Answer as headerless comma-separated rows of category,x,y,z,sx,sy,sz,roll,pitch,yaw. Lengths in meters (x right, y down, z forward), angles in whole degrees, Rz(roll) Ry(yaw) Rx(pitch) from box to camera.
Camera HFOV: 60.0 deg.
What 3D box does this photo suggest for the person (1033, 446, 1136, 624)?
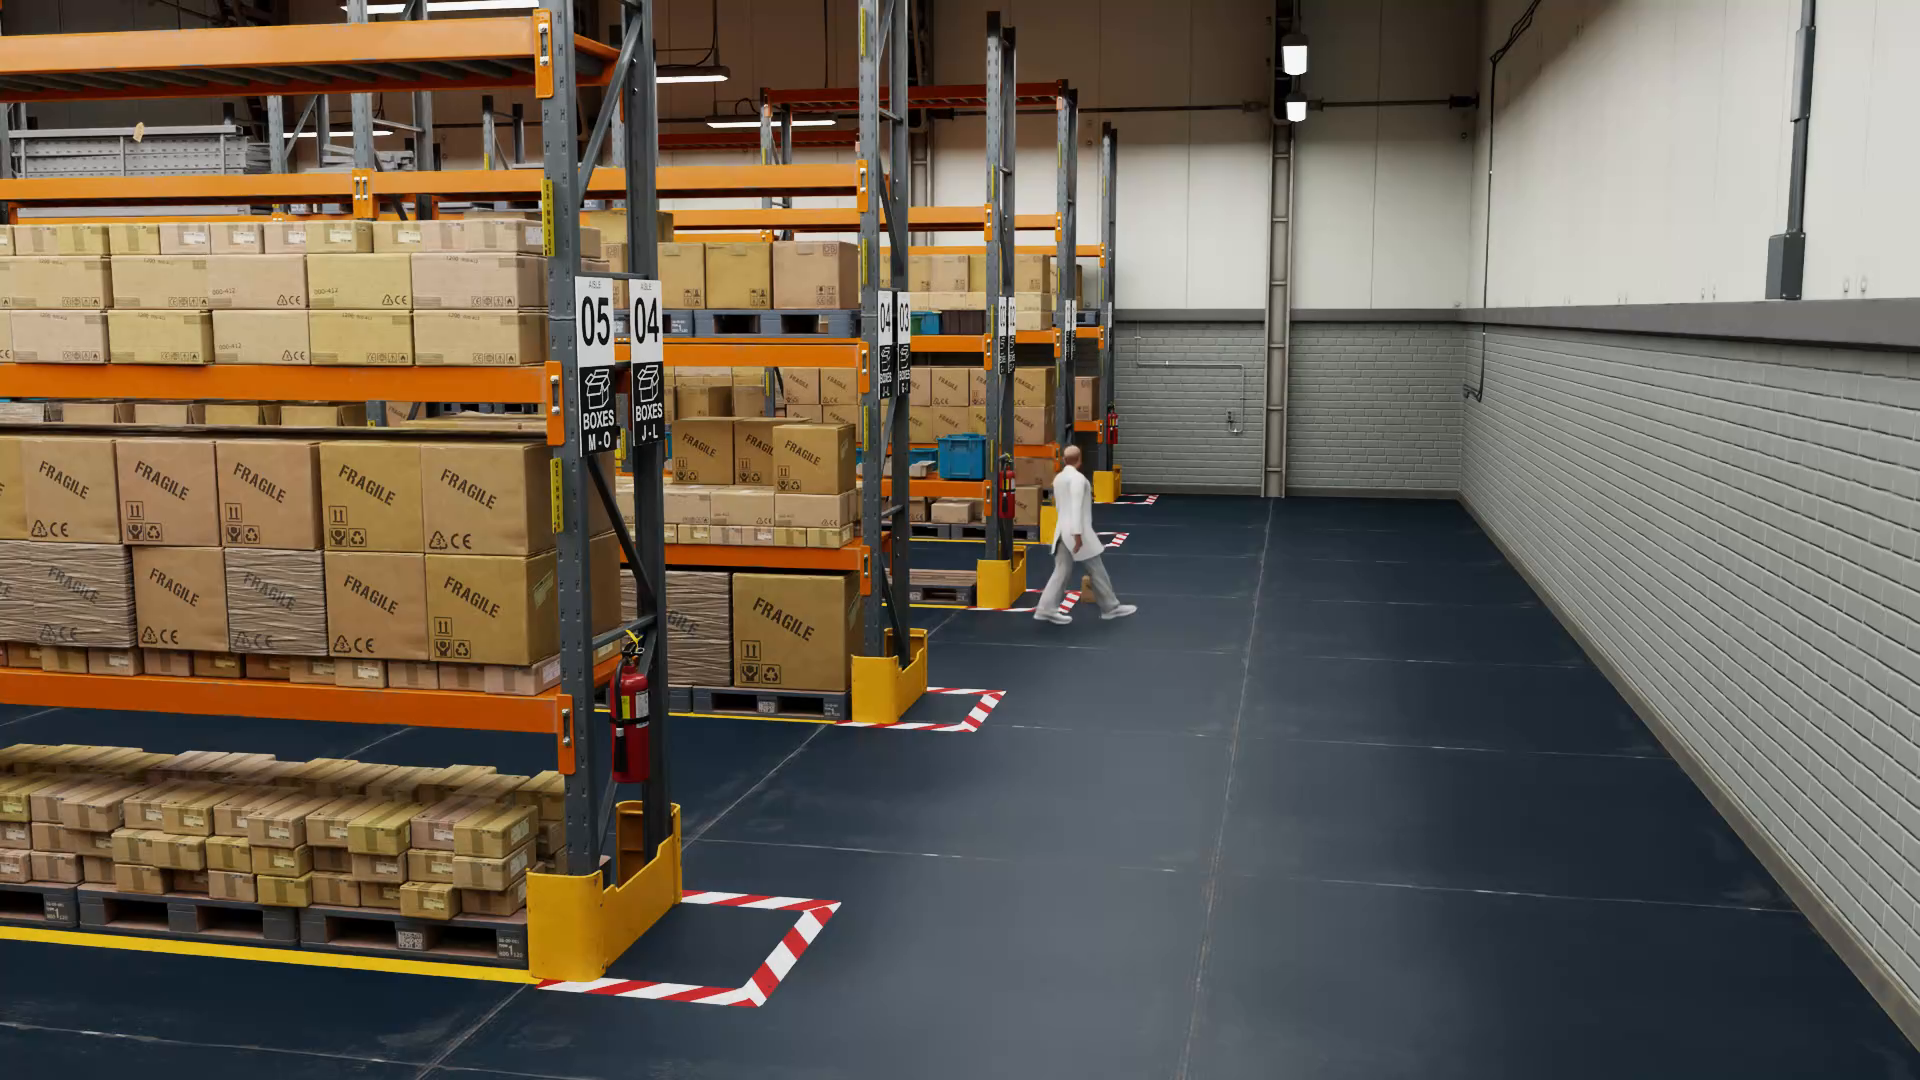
person,1.174,-0.067,16.338,1.059,1.711,0.641,-4,9,-28
